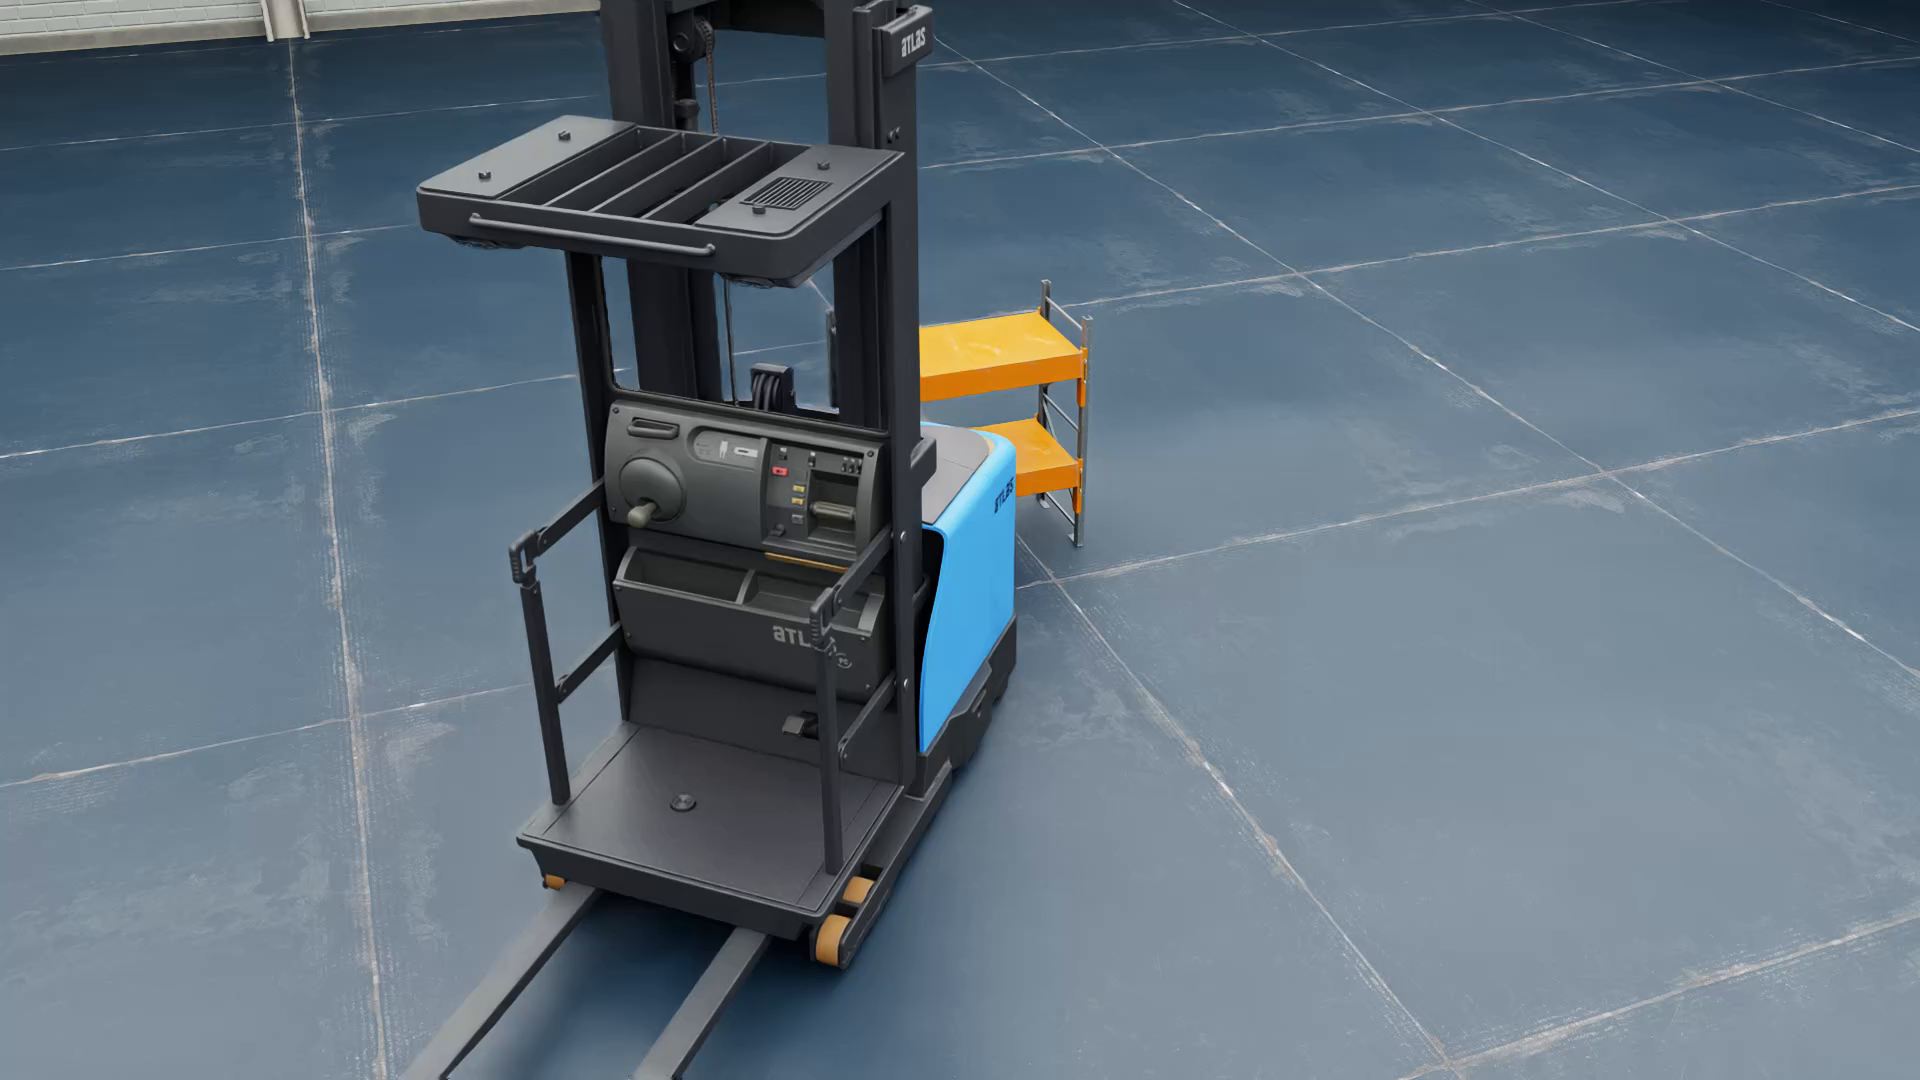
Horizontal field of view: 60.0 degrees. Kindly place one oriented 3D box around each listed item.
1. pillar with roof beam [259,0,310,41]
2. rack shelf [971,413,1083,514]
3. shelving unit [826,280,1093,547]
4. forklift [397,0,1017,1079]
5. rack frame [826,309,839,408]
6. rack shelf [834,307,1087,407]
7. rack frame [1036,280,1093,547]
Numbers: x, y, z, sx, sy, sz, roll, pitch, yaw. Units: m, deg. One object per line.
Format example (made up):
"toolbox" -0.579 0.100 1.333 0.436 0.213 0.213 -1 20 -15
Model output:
"pillar with roof beam" -5.180 -6.928 10.819 0.400 9.000 9.100 -10 31 -18
"rack shelf" -0.006 -0.275 7.591 1.000 0.278 0.538 -10 31 -18
"shelving unit" -0.006 -0.488 7.469 1.048 1.125 0.538 -10 31 -18
"forklift" -0.764 -0.136 5.027 1.130 2.935 3.031 10 31 18
"rack frame" -0.483 -0.400 7.315 0.032 1.125 0.500 -10 31 -18
"rack shelf" -0.006 -0.742 7.325 1.000 0.278 0.538 -10 31 -18
"rack frame" 0.470 -0.575 7.624 0.032 1.125 0.500 -10 31 -18
